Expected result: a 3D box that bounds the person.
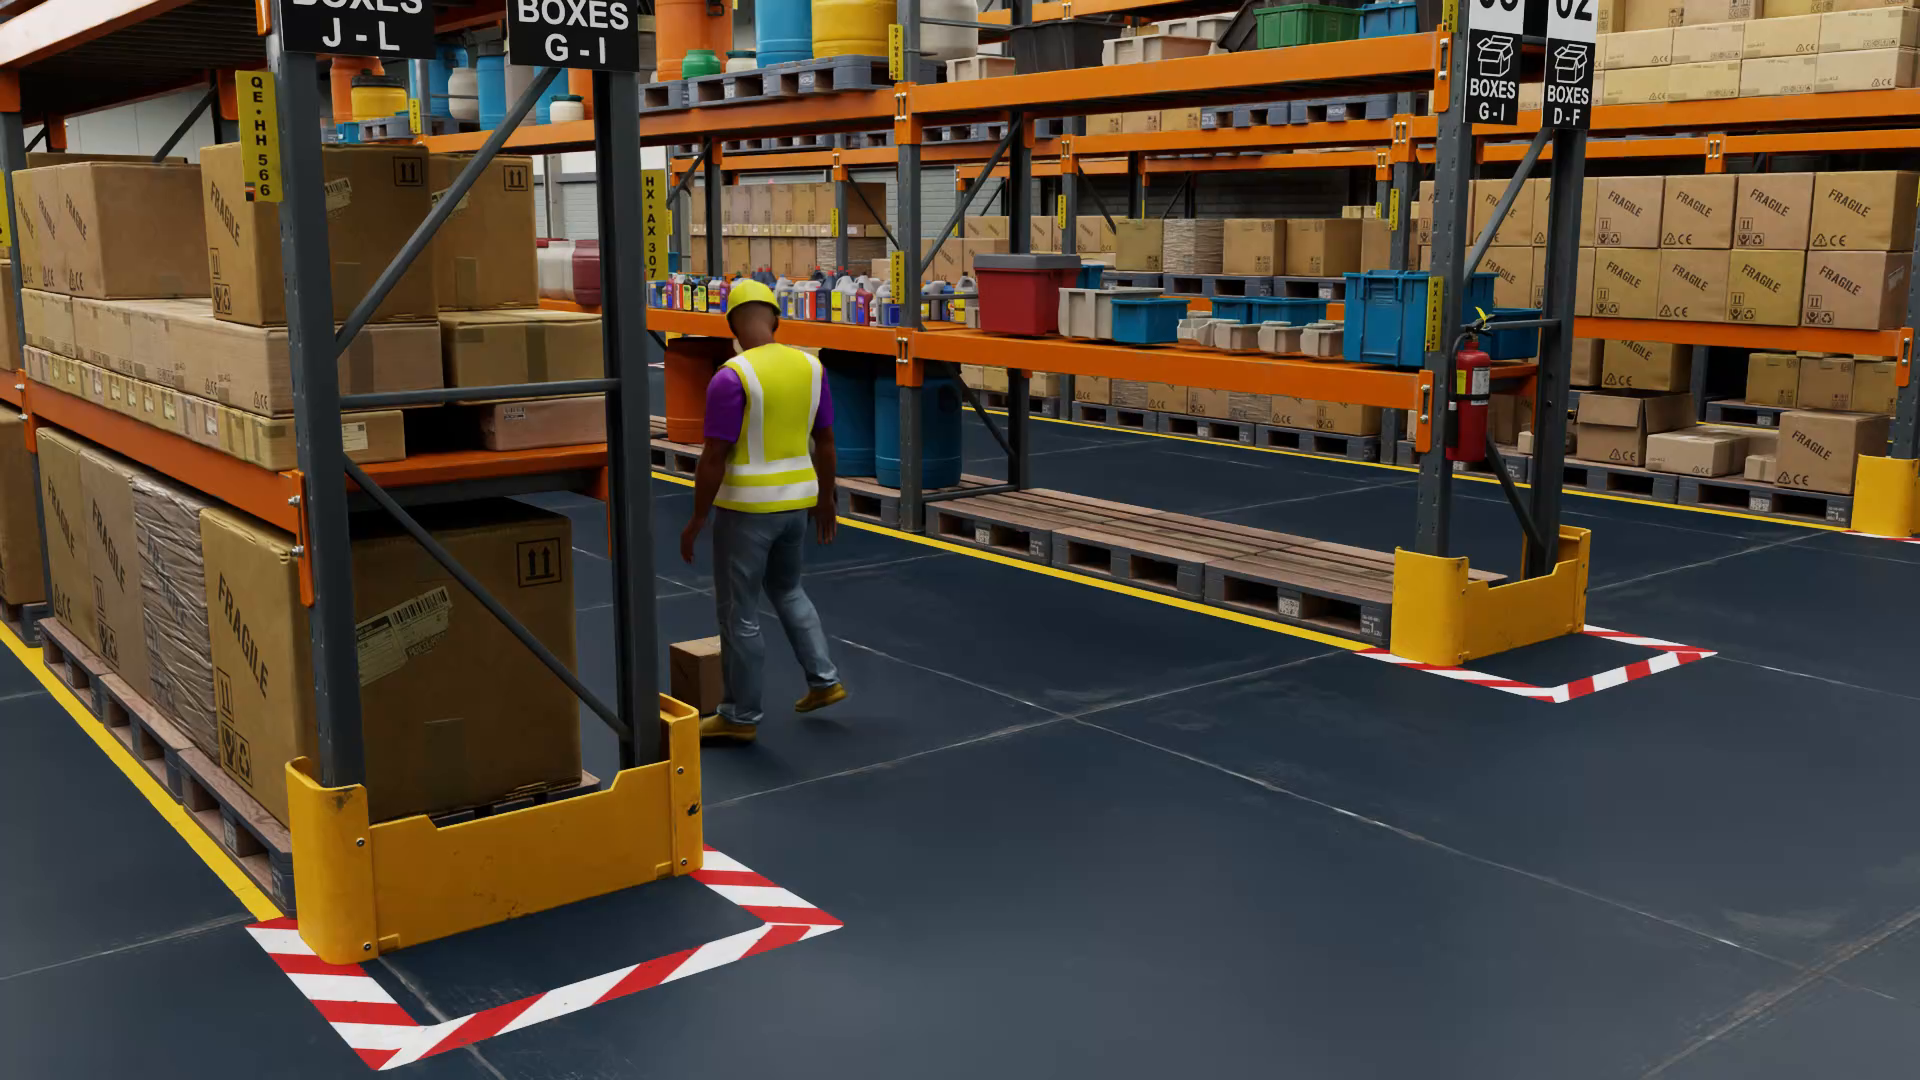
[{"bbox_3d":[-0.772,-0.110,6.389,0.464,1.758,0.661,8,13,36],"label":"person"}]
